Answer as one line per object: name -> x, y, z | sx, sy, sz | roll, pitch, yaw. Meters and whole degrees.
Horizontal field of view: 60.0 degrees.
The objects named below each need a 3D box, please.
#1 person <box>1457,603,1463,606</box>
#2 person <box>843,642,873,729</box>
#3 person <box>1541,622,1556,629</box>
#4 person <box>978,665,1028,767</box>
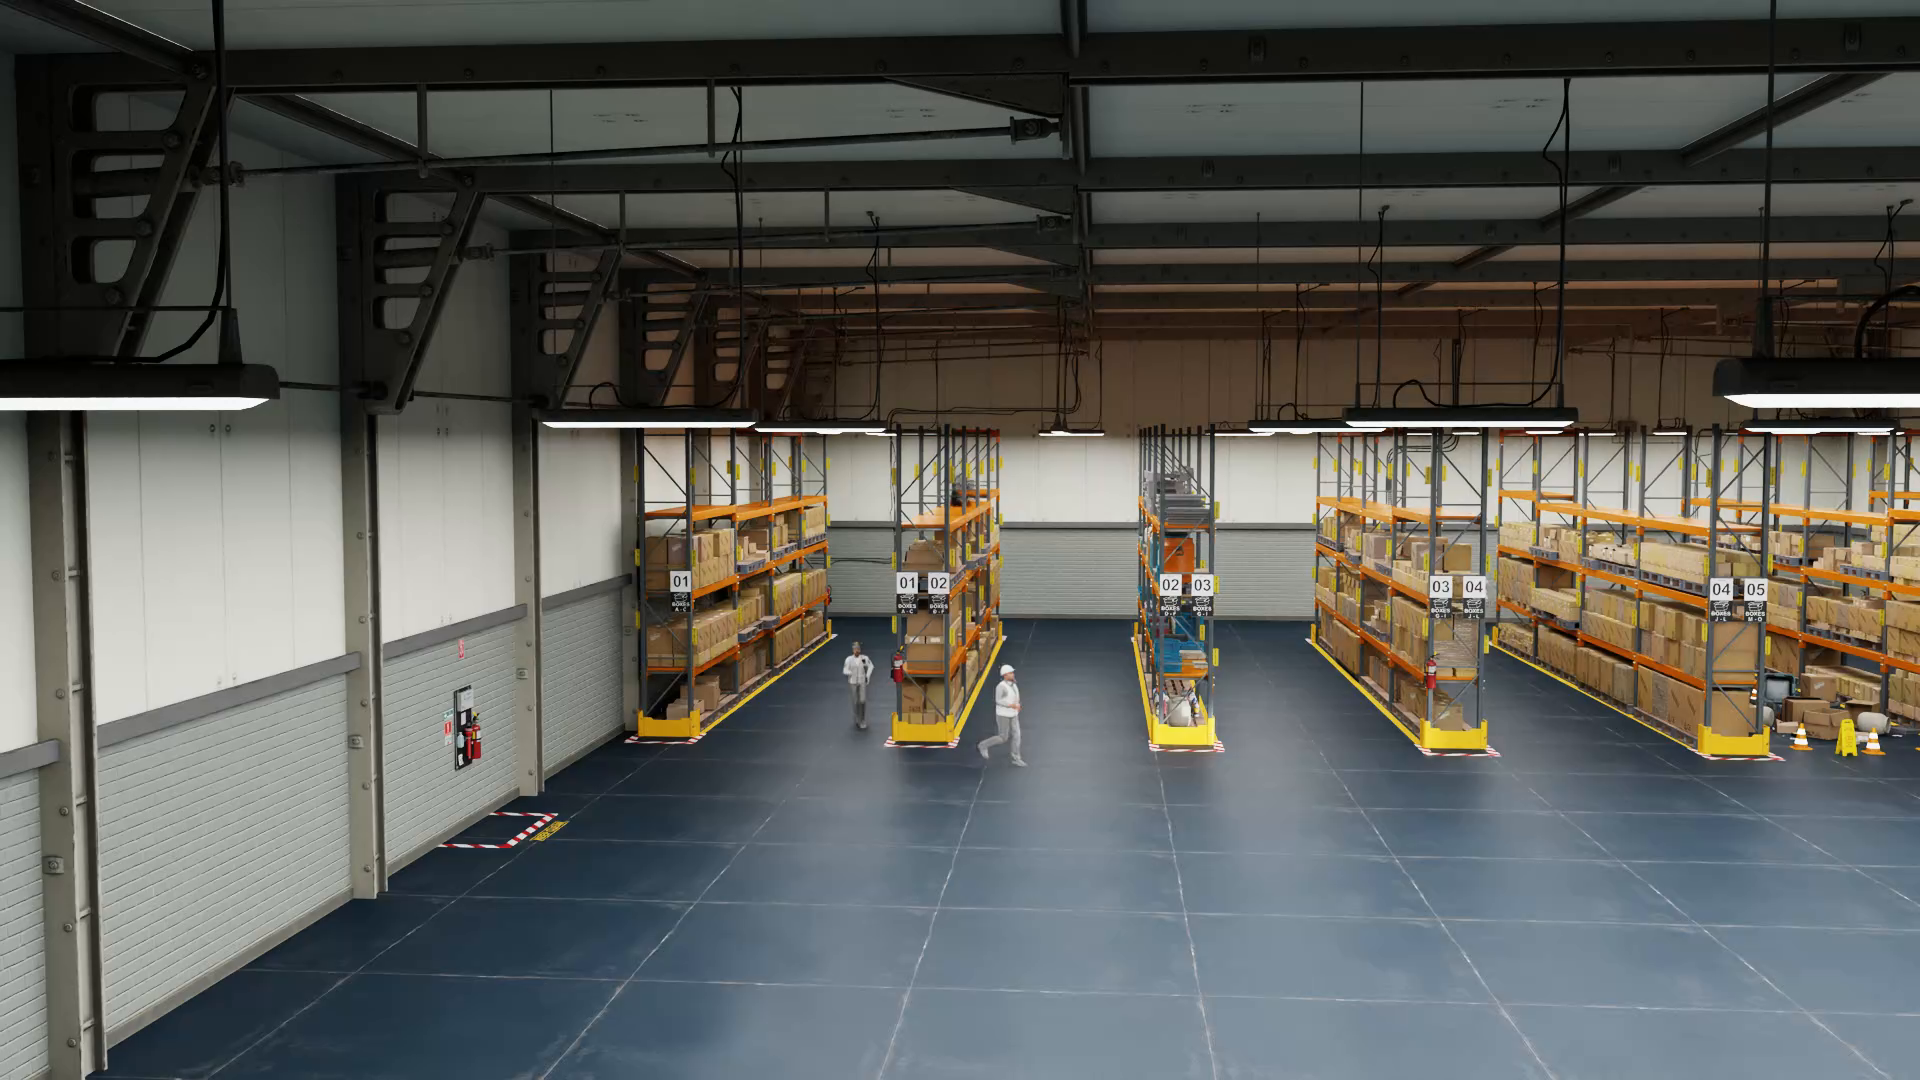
person -> 13.913, 2.023, 46.596 | 0.798, 1.748, 0.749 | -2, 4, -32
person -> -2.042, 2.879, 33.003 | 0.557, 1.740, 0.726 | 0, 3, -1
person -> 16.520, 2.017, 46.755 | 0.712, 1.724, 0.713 | -2, 4, -35
person -> 0.789, 3.073, 29.194 | 0.904, 1.777, 0.670 | 2, 4, 32
